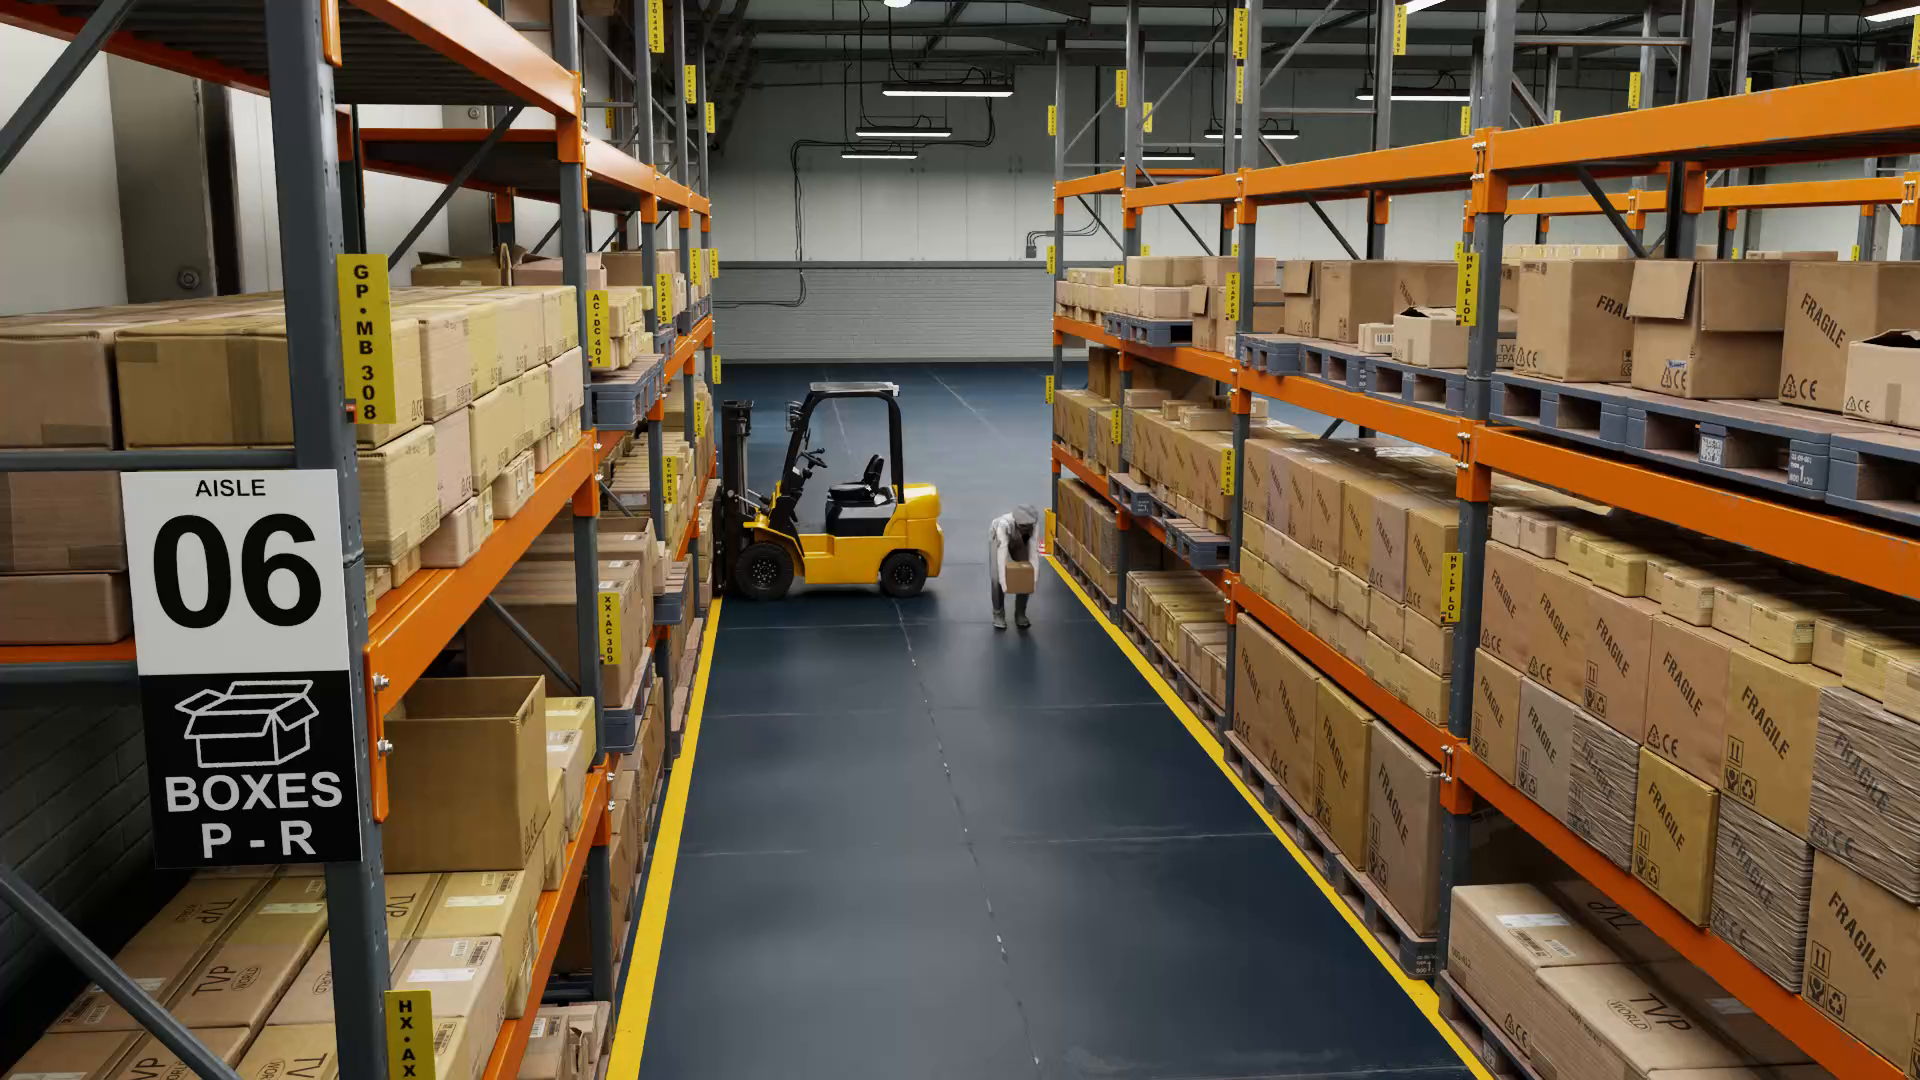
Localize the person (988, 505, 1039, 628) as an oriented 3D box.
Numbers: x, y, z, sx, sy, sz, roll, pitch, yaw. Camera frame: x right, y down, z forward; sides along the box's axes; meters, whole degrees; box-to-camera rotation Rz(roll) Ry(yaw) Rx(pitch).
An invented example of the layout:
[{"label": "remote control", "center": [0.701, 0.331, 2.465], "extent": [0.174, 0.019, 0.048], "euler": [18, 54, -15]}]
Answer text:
[{"label": "person", "center": [0.527, 0.239, 15.784], "extent": [0.410, 1.240, 0.897], "euler": [-2, 10, -12]}]
